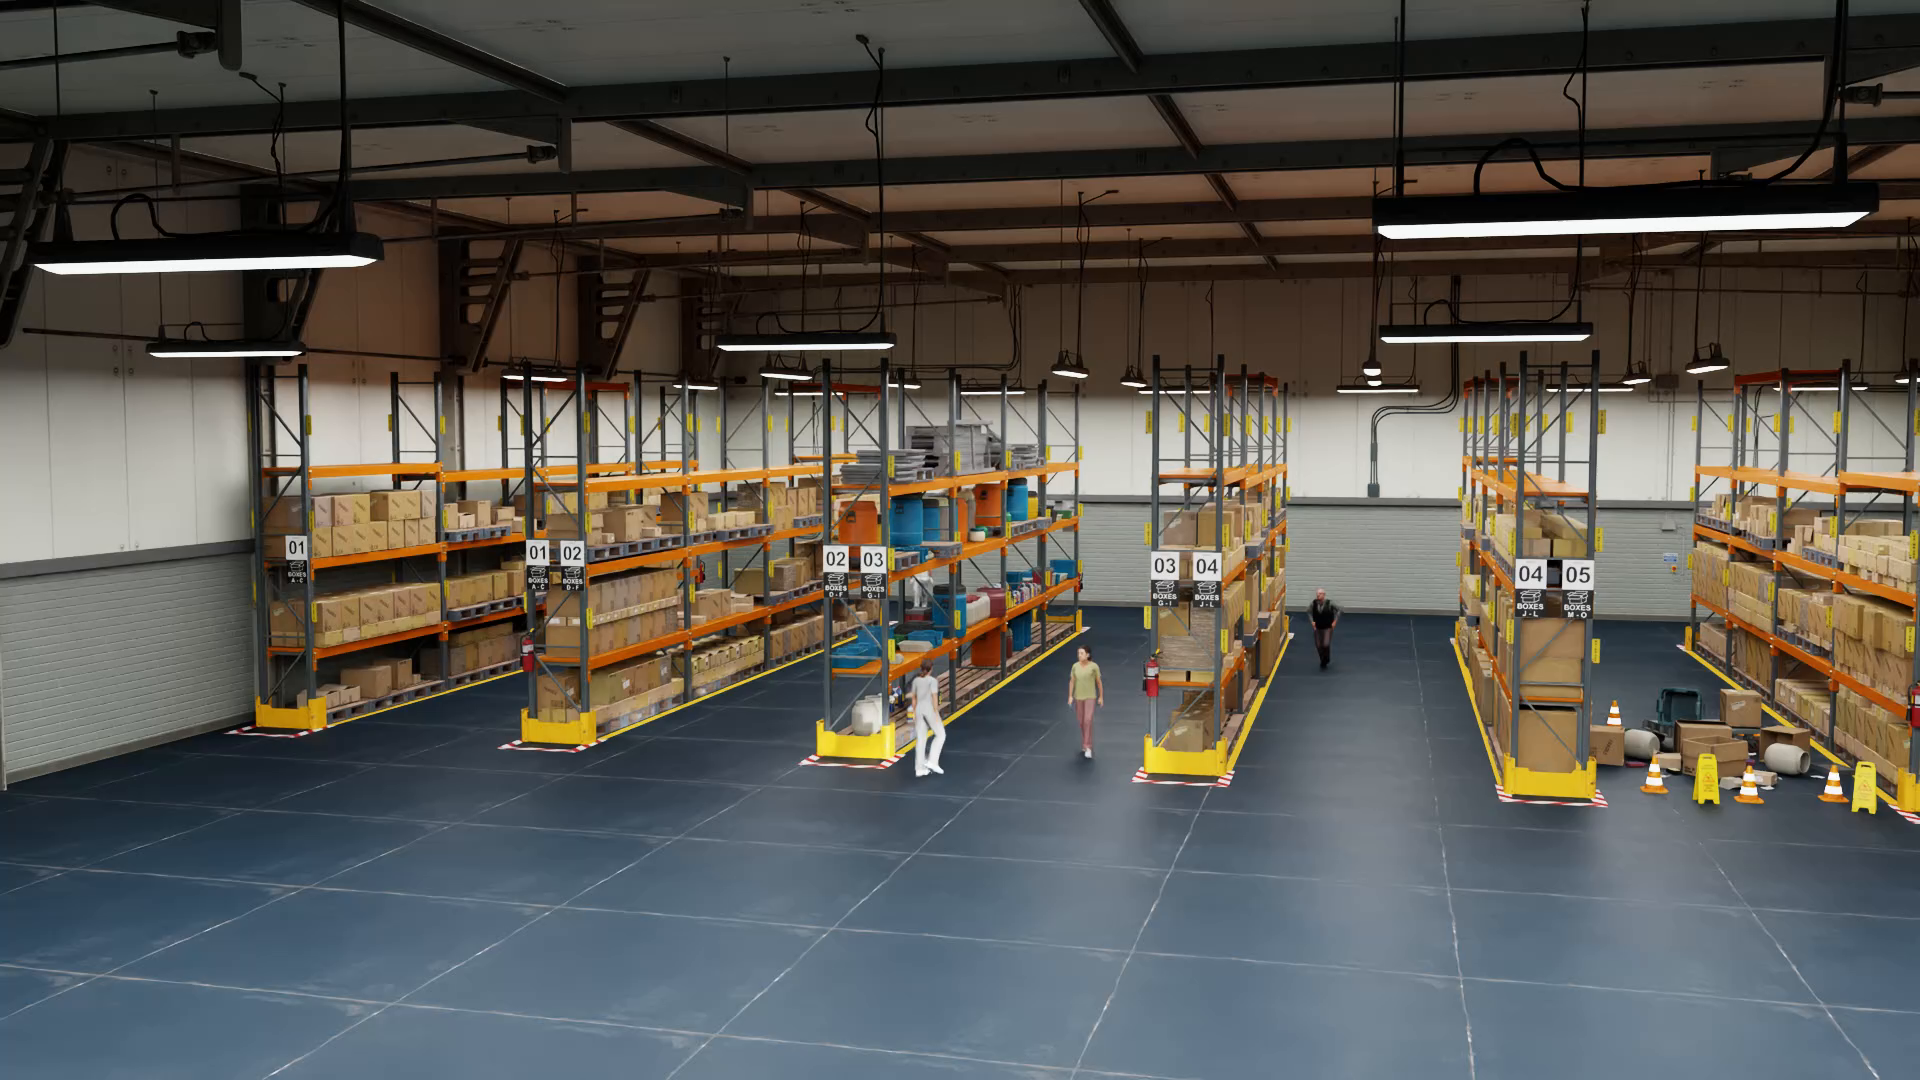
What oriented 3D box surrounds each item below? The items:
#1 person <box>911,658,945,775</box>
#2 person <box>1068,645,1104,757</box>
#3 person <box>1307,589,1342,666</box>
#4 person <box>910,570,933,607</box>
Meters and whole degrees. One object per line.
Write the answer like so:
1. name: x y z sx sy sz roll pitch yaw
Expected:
1. person: -0.492 2.522 23.793 0.478 1.655 0.516 2 4 29
2. person: 1.863 2.429 25.181 0.506 1.660 0.786 2 4 25
3. person: 7.555 1.812 34.451 0.708 1.632 0.708 2 4 22
4. person: -1.032 1.064 44.325 0.615 1.738 1.087 0 4 -1
